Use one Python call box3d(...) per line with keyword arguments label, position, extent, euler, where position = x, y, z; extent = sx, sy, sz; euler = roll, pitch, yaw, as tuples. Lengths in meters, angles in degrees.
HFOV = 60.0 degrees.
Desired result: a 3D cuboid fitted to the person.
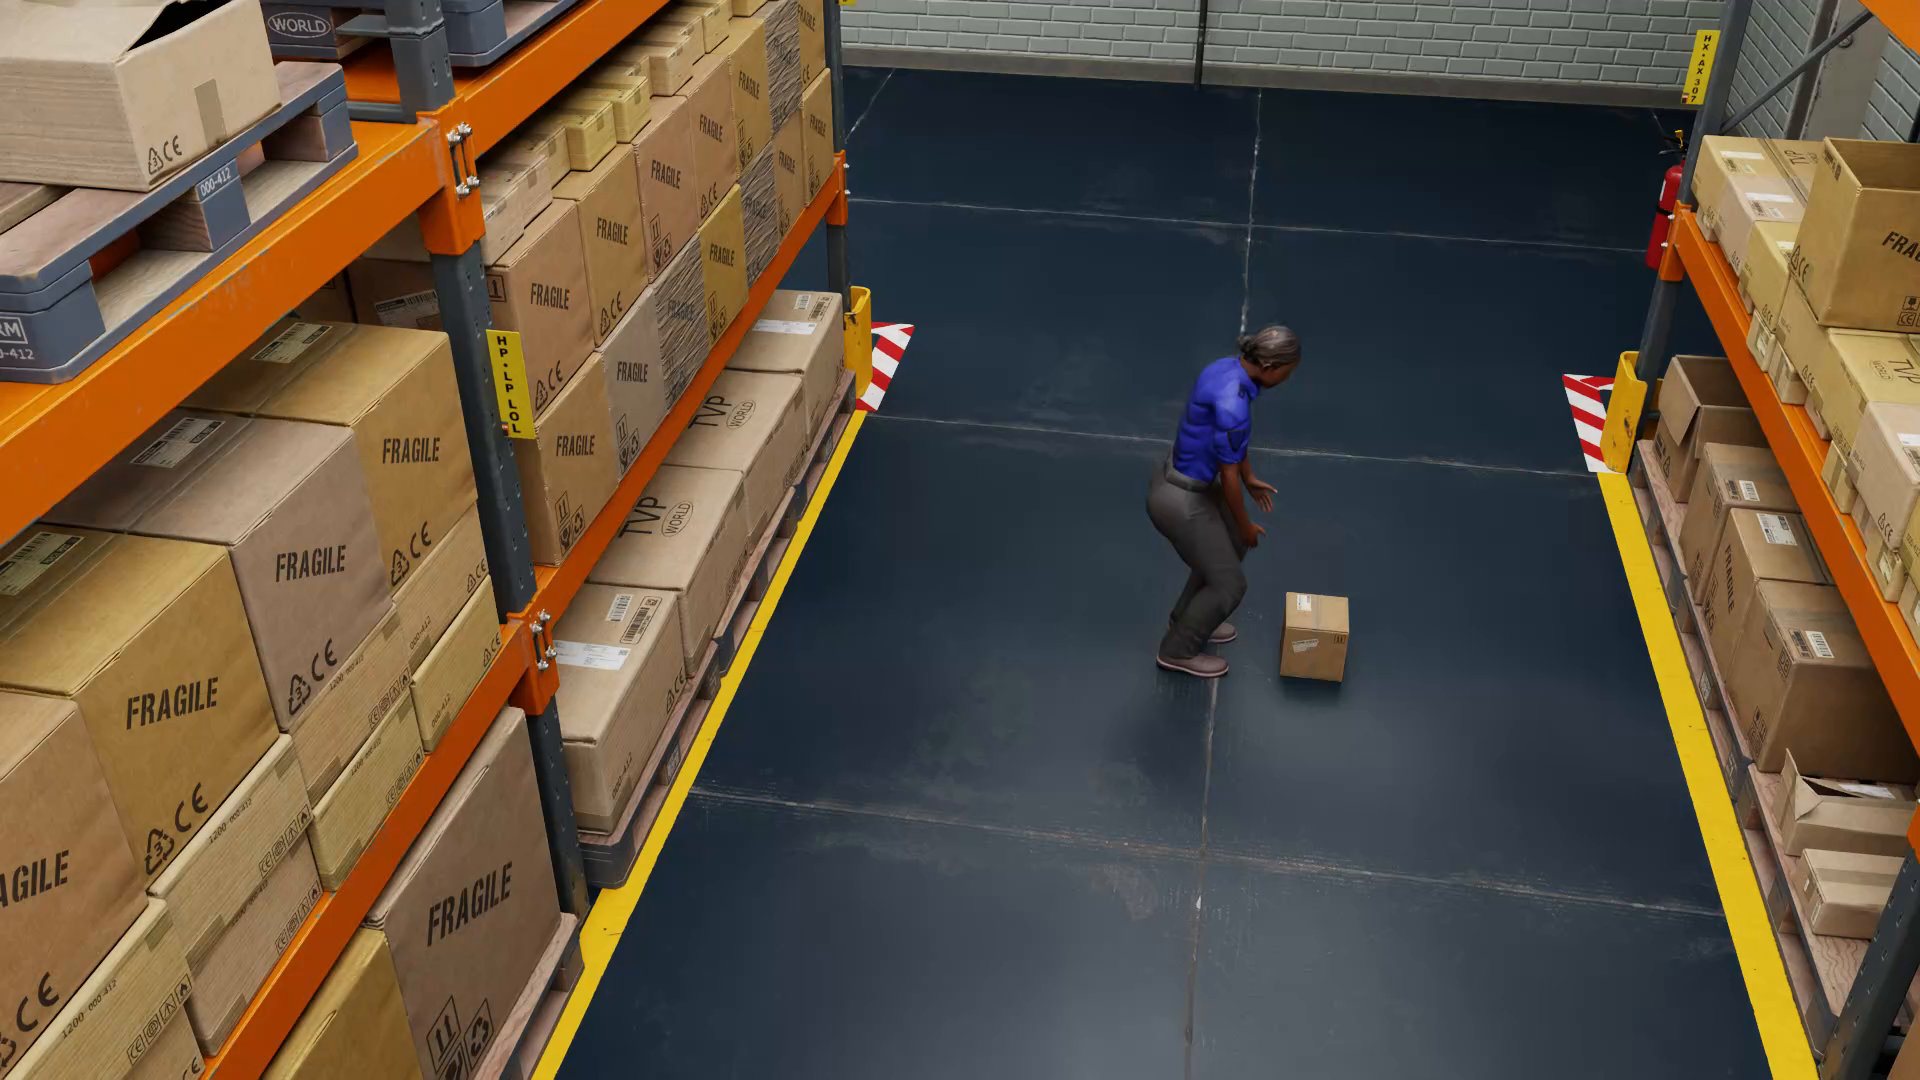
box3d(label="person", position=(1.009, -0.173, 6.585), extent=(0.535, 1.487, 0.487), euler=(6, 33, 9))
